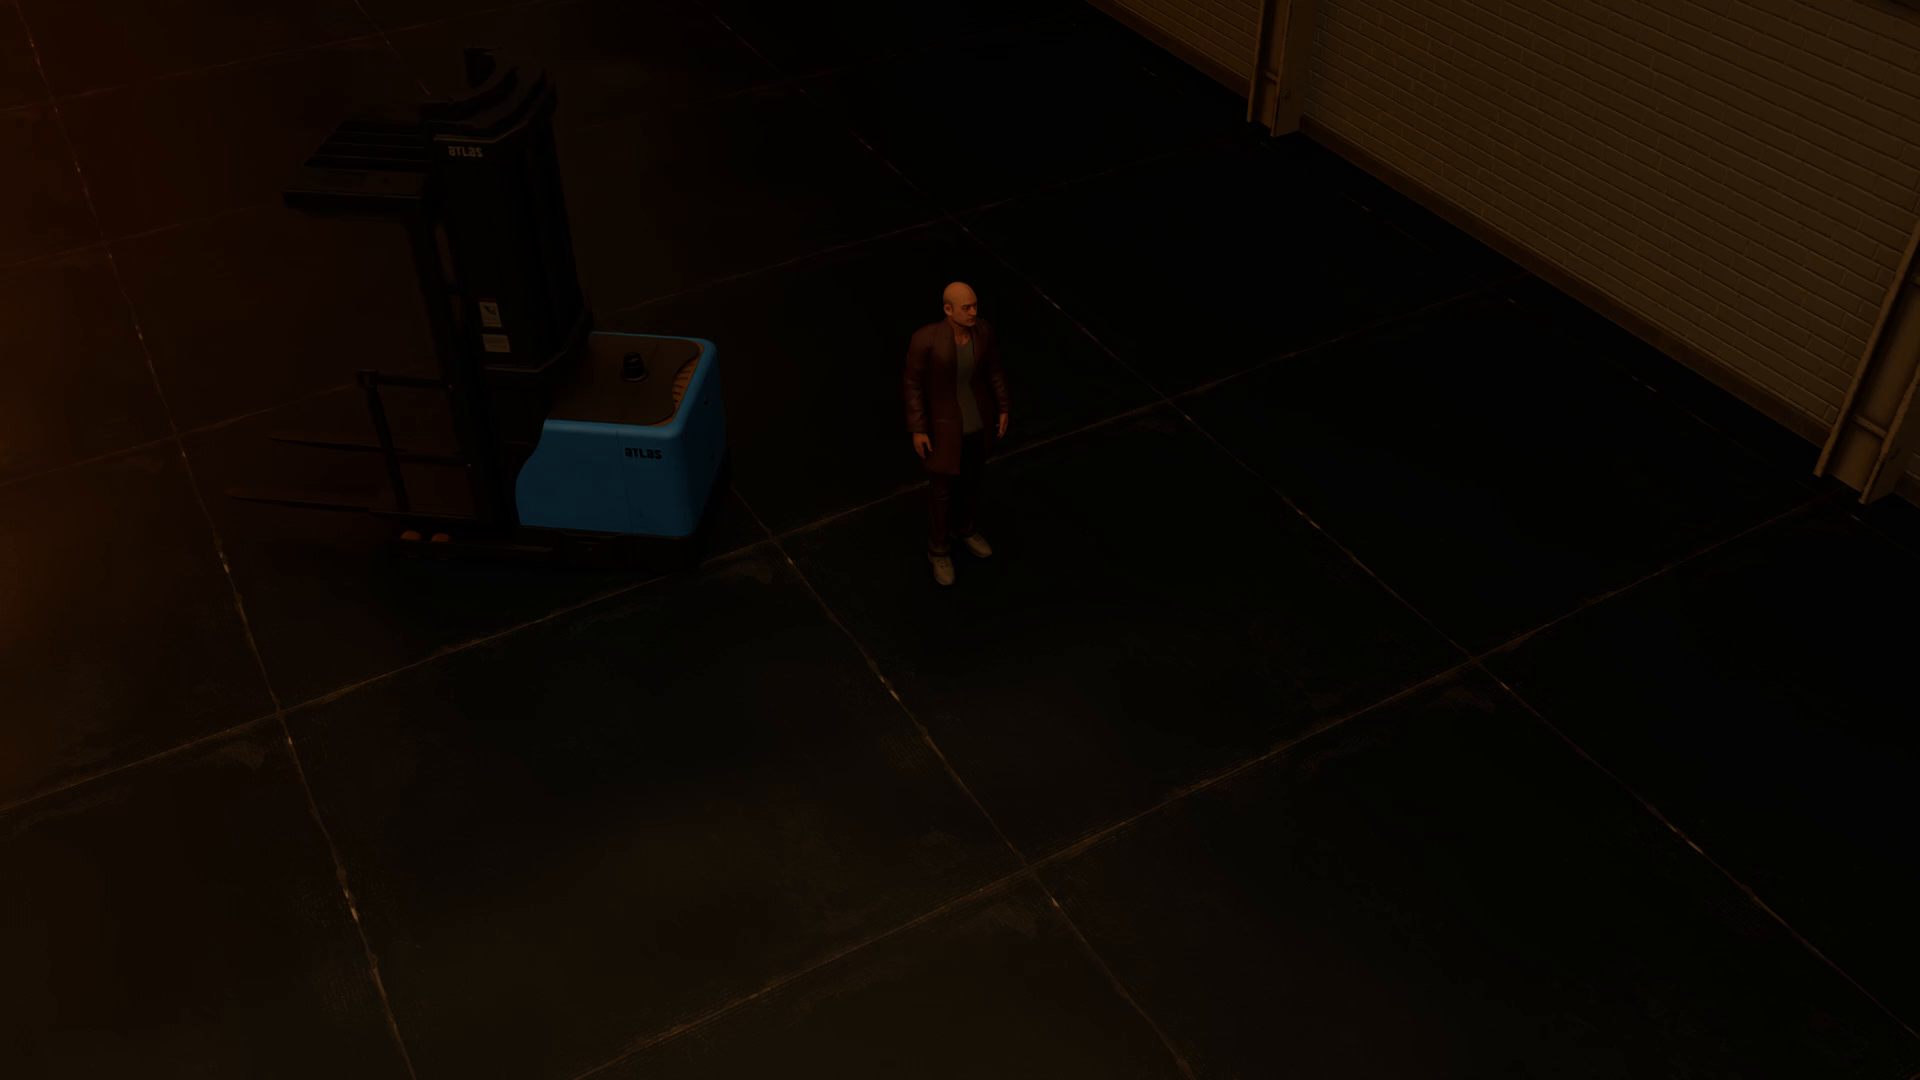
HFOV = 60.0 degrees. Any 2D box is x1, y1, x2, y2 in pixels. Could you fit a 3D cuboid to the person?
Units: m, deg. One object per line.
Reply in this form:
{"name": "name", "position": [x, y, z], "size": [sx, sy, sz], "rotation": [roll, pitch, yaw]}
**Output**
{"name": "person", "position": [0.041, -0.638, 9.698], "size": [0.694, 1.776, 0.582], "rotation": [-20, 44, -23]}

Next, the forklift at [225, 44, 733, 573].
{"name": "forklift", "position": [-3.020, -1.335, 9.646], "size": [3.031, 2.935, 1.130], "rotation": [4, 40, 5]}
